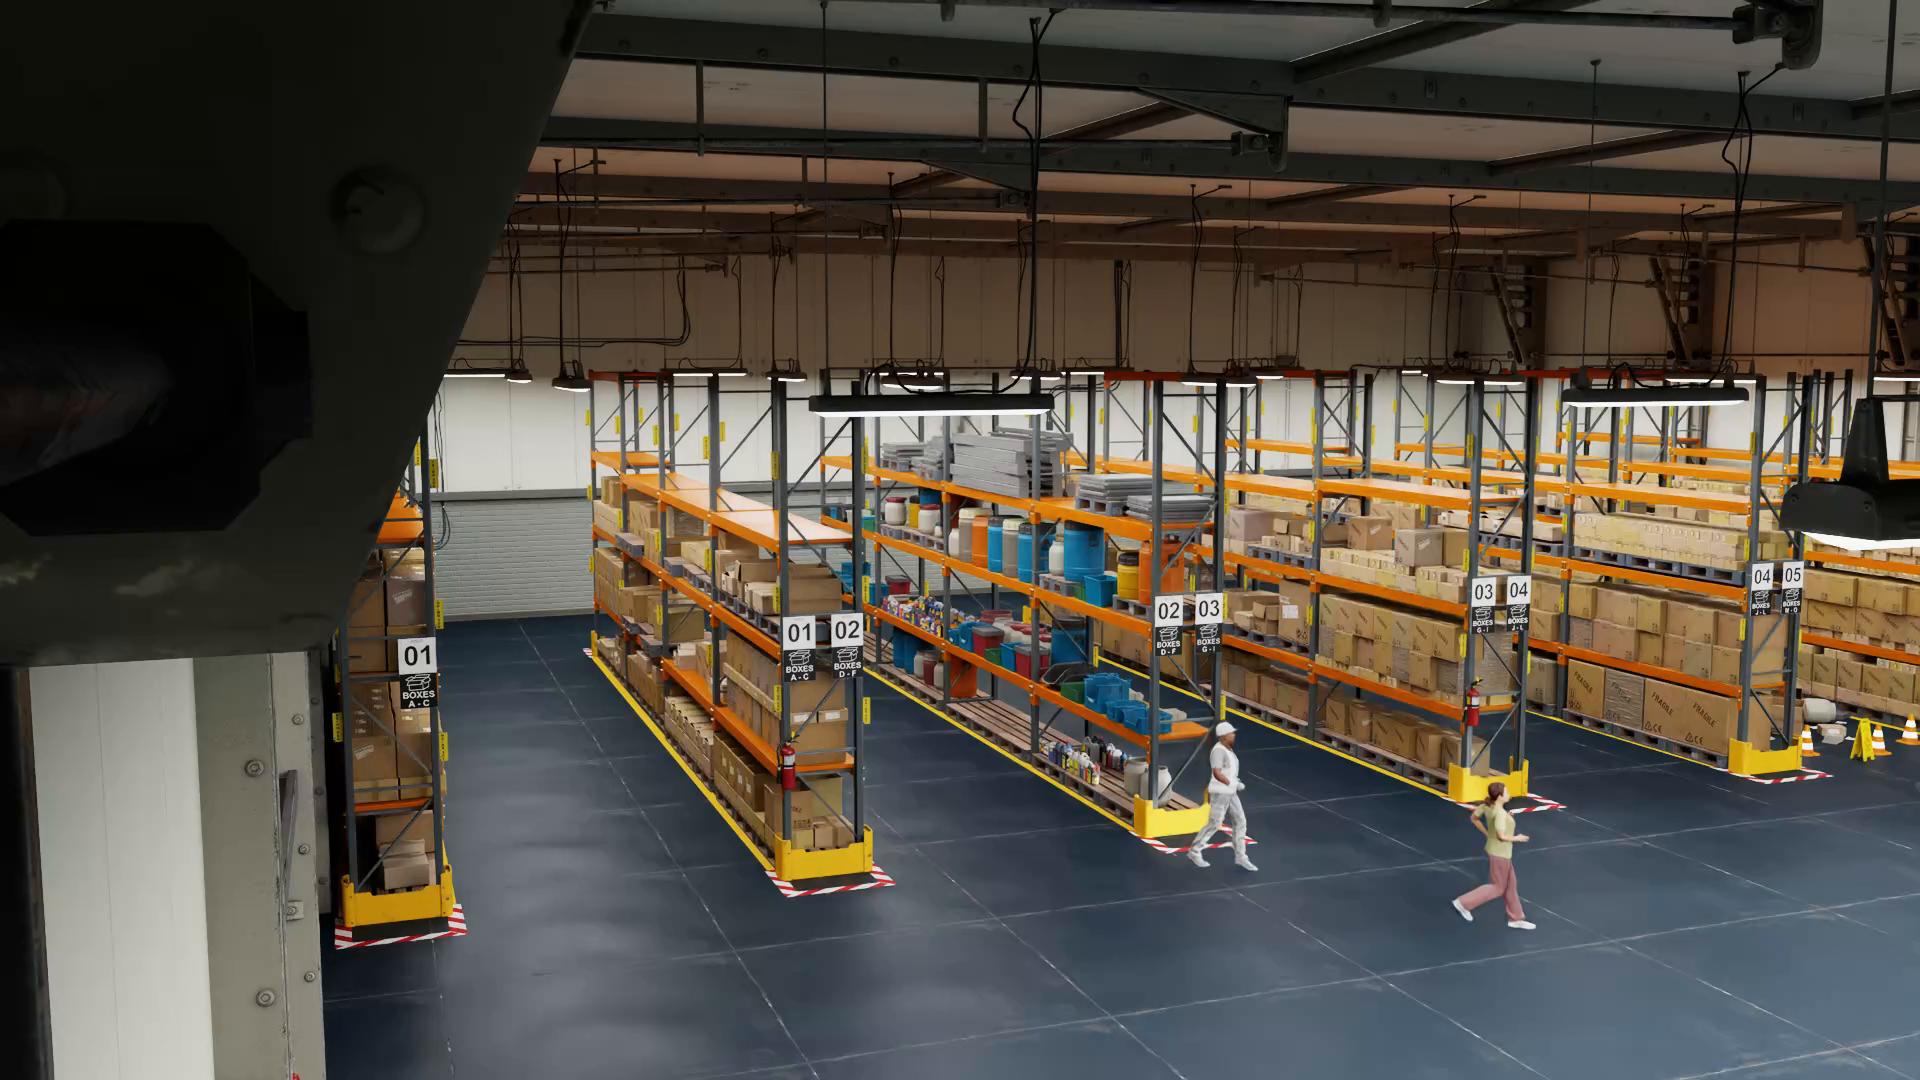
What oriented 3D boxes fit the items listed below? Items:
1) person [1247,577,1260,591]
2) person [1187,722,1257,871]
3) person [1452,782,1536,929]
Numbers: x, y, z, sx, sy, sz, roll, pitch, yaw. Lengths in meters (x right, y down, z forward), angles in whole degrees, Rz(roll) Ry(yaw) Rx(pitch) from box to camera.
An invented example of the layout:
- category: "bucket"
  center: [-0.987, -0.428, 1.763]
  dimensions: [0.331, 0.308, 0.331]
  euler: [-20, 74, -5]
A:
- category: "person"
  center: [7.304, 0.889, 41.449]
  dimensions: [0.545, 1.648, 0.689]
  euler: [5, 8, 37]
- category: "person"
  center: [3.298, 3.141, 20.553]
  dimensions: [0.858, 1.783, 0.748]
  euler: [3, 7, 22]
- category: "person"
  center: [5.878, 3.465, 18.239]
  dimensions: [0.935, 1.663, 0.578]
  euler: [0, 6, 1]
